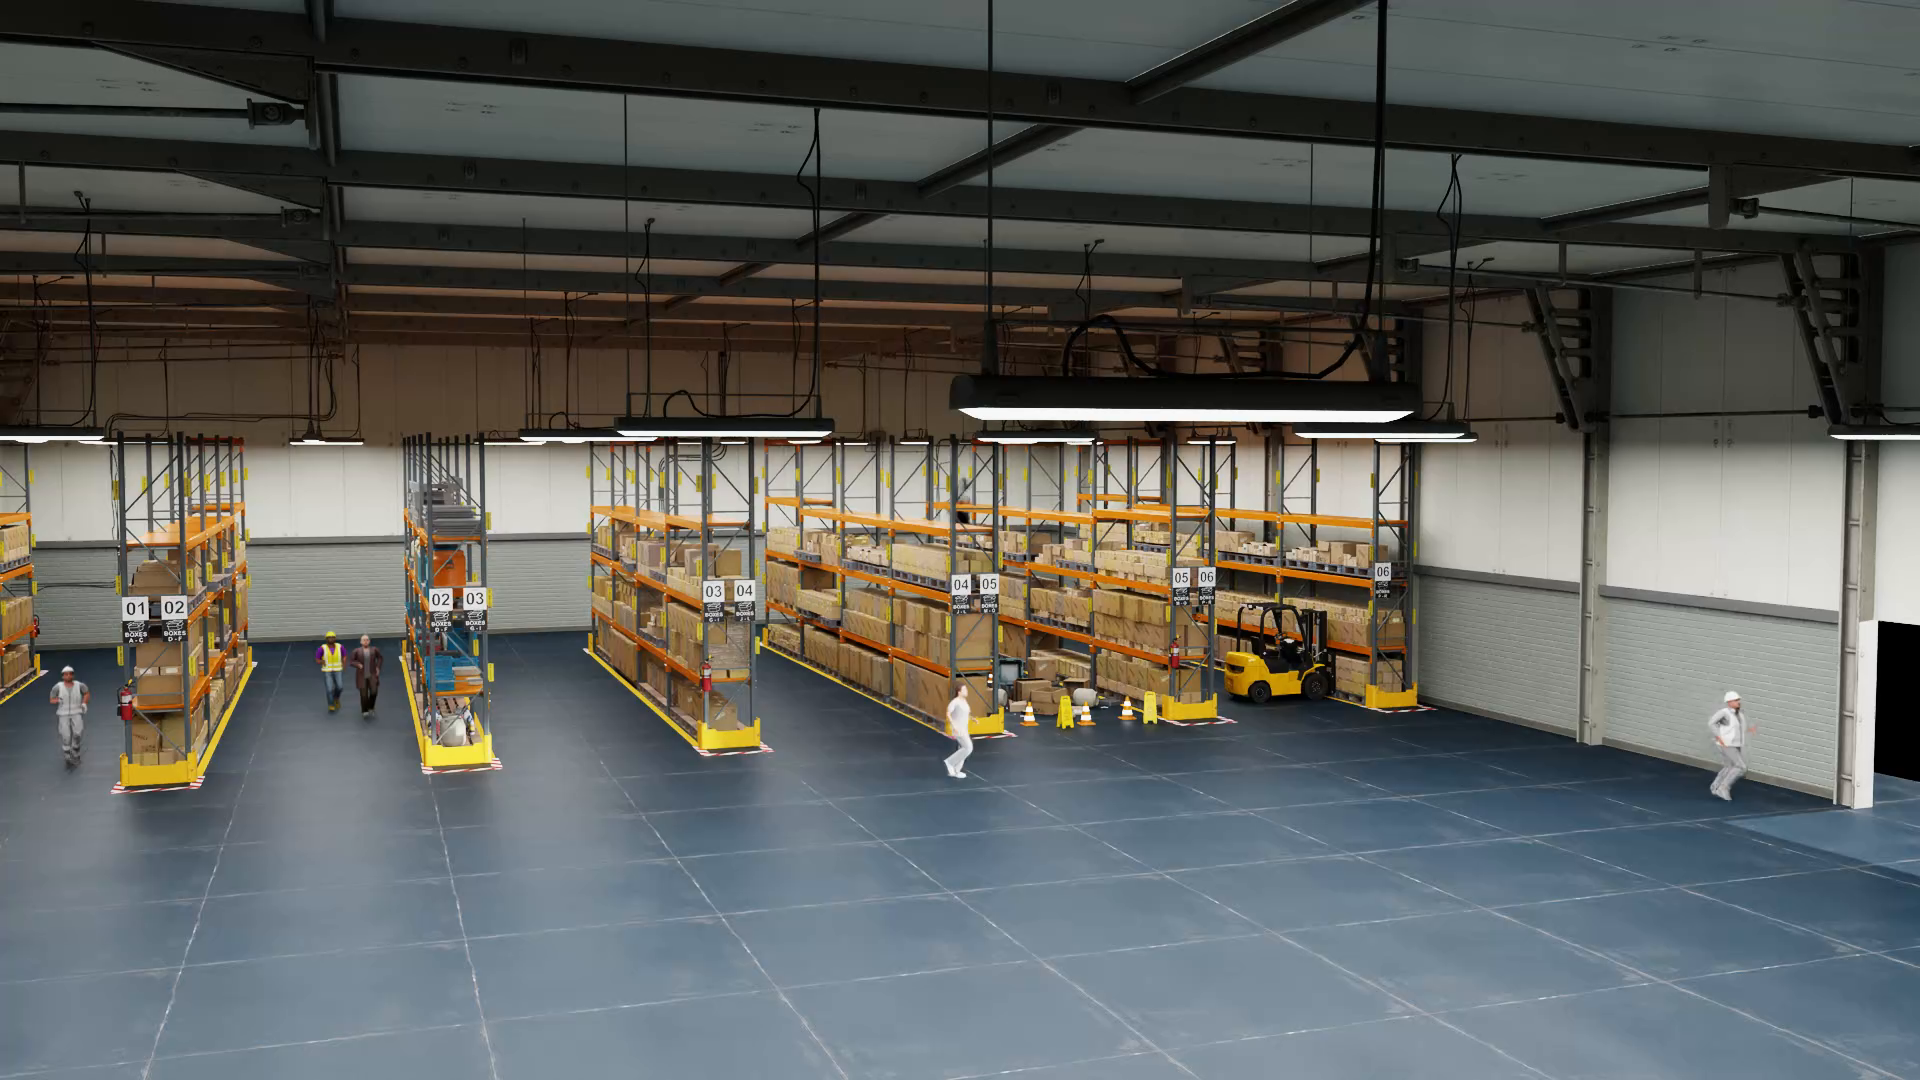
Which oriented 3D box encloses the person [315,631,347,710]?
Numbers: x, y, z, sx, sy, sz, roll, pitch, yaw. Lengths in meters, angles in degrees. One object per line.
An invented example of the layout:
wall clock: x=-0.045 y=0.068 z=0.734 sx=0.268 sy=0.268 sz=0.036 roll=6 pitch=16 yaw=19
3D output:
person: x=-13.599 y=2.846 z=36.058 sx=0.686 sy=1.721 sz=0.597 roll=-2 pitch=4 yaw=-29

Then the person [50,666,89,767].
person: x=-15.978 y=3.177 z=29.866 sx=0.635 sy=1.809 sz=0.681 roll=-2 pitch=4 yaw=-30

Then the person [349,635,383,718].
person: x=-12.518 y=2.899 z=35.126 sx=0.693 sy=1.768 sz=0.681 roll=-2 pitch=4 yaw=-26

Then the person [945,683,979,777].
person: x=0.033 y=3.302 z=28.886 sx=0.549 sy=1.638 sz=0.576 roll=1 pitch=3 yaw=19

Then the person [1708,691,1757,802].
person: x=12.572 y=3.352 z=27.028 sx=0.631 sy=1.788 sz=0.704 roll=-2 pitch=4 yaw=-36
